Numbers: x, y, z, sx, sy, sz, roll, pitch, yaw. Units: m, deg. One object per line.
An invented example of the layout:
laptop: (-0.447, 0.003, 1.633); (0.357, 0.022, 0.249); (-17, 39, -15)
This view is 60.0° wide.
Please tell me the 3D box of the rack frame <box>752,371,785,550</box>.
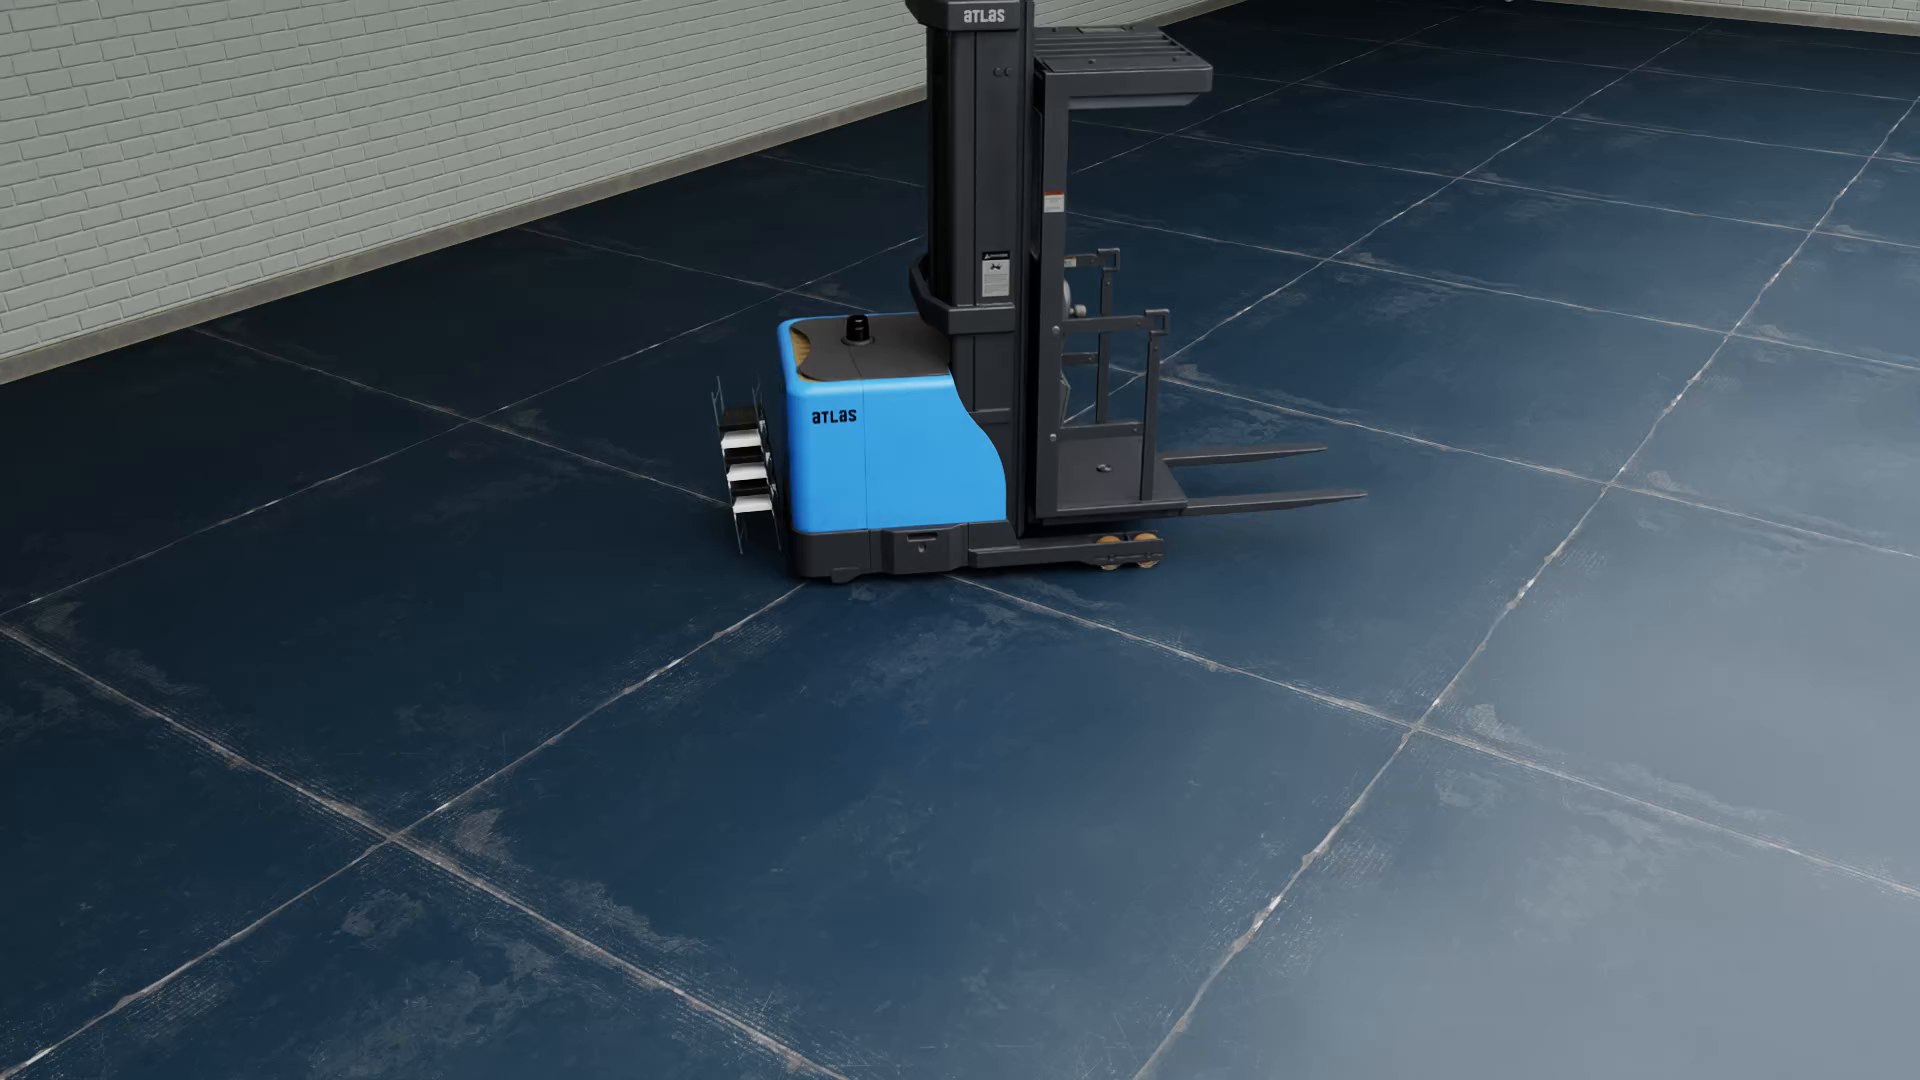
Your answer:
rack frame: (-0.977, -0.400, 8.502); (0.006, 0.900, 0.240); (-5, 27, 3)

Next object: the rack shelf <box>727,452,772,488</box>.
rack shelf: (-1.074, -0.361, 8.522); (0.200, 0.077, 0.258); (-5, 27, 3)

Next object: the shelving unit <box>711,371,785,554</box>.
shelving unit: (-1.078, -0.391, 8.507); (0.210, 0.900, 0.258); (-5, 27, 3)

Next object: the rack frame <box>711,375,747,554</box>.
rack frame: (-1.179, -0.381, 8.511); (0.006, 0.900, 0.240); (-5, 27, 3)

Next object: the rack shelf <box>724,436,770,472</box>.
rack shelf: (-1.084, -0.441, 8.481); (0.200, 0.077, 0.258); (-5, 27, 3)

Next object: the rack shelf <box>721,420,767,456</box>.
rack shelf: (-1.093, -0.521, 8.441); (0.200, 0.077, 0.258); (-5, 27, 3)

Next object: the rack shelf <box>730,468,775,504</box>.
rack shelf: (-1.065, -0.282, 8.562); (0.200, 0.077, 0.258); (-5, 27, 3)

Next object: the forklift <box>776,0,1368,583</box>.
forklift: (0.596, -1.390, 8.250); (3.031, 2.935, 1.130); (-4, 27, -8)

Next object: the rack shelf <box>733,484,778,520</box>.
rack shelf: (-1.056, -0.202, 8.603); (0.200, 0.077, 0.258); (-5, 27, 3)

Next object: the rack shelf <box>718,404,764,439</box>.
rack shelf: (-1.102, -0.601, 8.400); (0.200, 0.077, 0.258); (-5, 27, 3)
